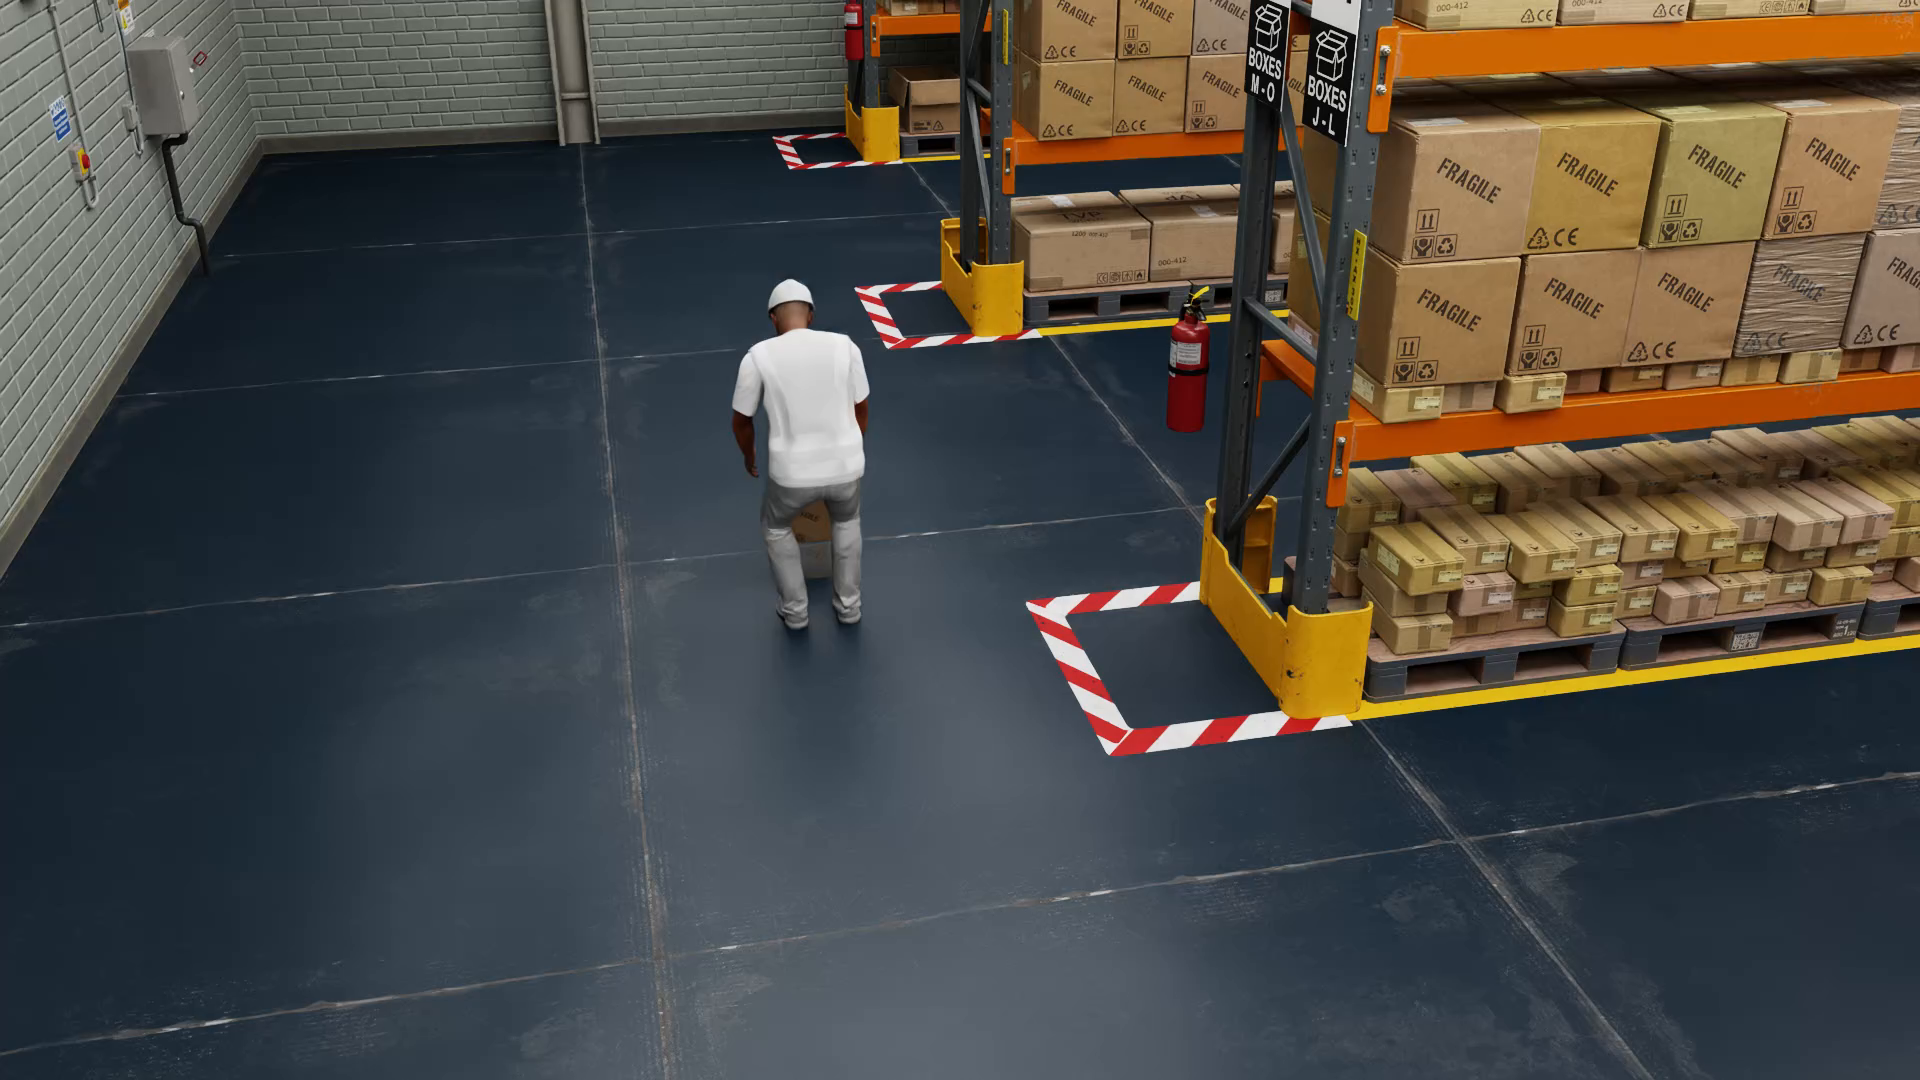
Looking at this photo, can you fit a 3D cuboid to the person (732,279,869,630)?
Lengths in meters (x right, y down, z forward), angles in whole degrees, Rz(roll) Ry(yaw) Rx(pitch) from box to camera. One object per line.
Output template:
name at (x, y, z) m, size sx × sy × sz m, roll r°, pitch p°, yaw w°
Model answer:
person at (-0.708, -0.366, 7.545) m, size 0.622 × 1.568 × 0.644 m, roll -6°, pitch 27°, yaw -11°
